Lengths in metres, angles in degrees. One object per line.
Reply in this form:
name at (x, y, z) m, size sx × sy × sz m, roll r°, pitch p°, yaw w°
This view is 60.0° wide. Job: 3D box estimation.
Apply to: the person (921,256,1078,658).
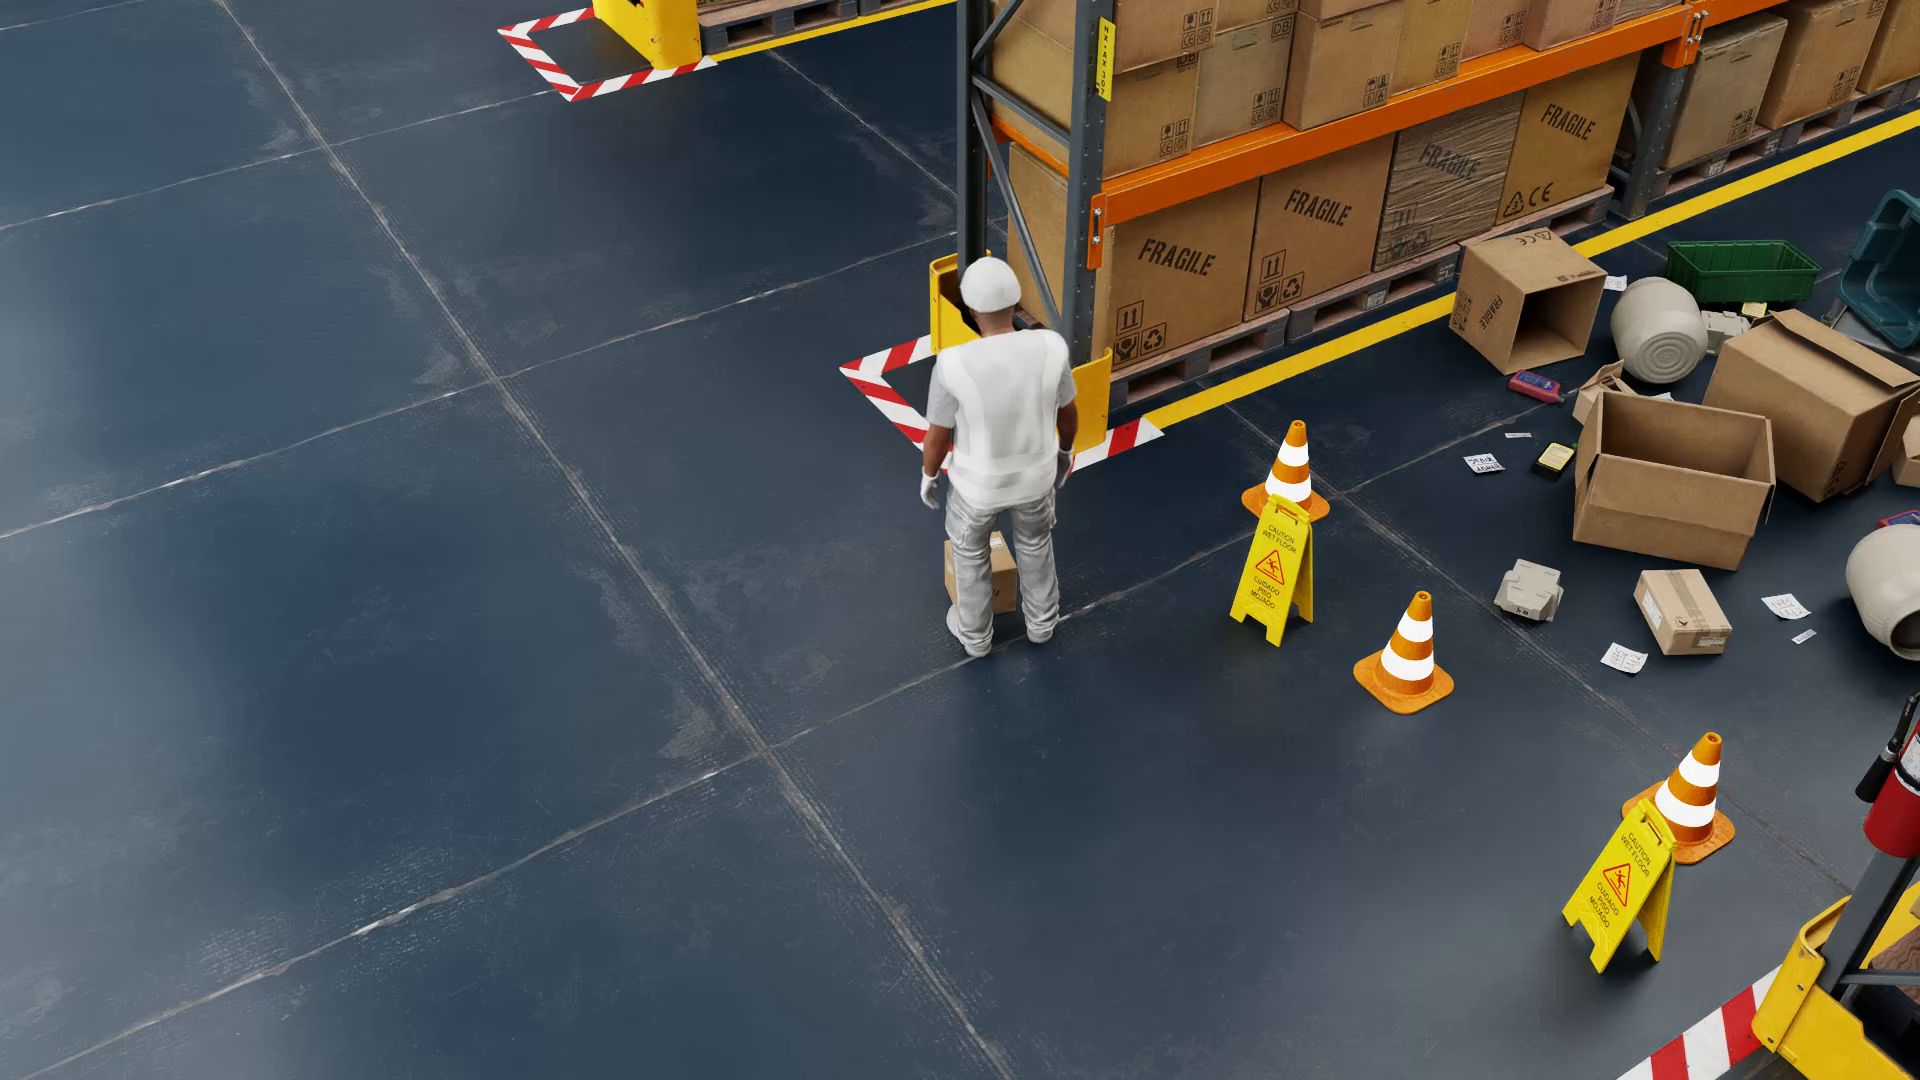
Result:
person at (0.153, -0.283, 6.482) m, size 0.628 × 1.774 × 0.453 m, roll -10°, pitch 41°, yaw -12°
